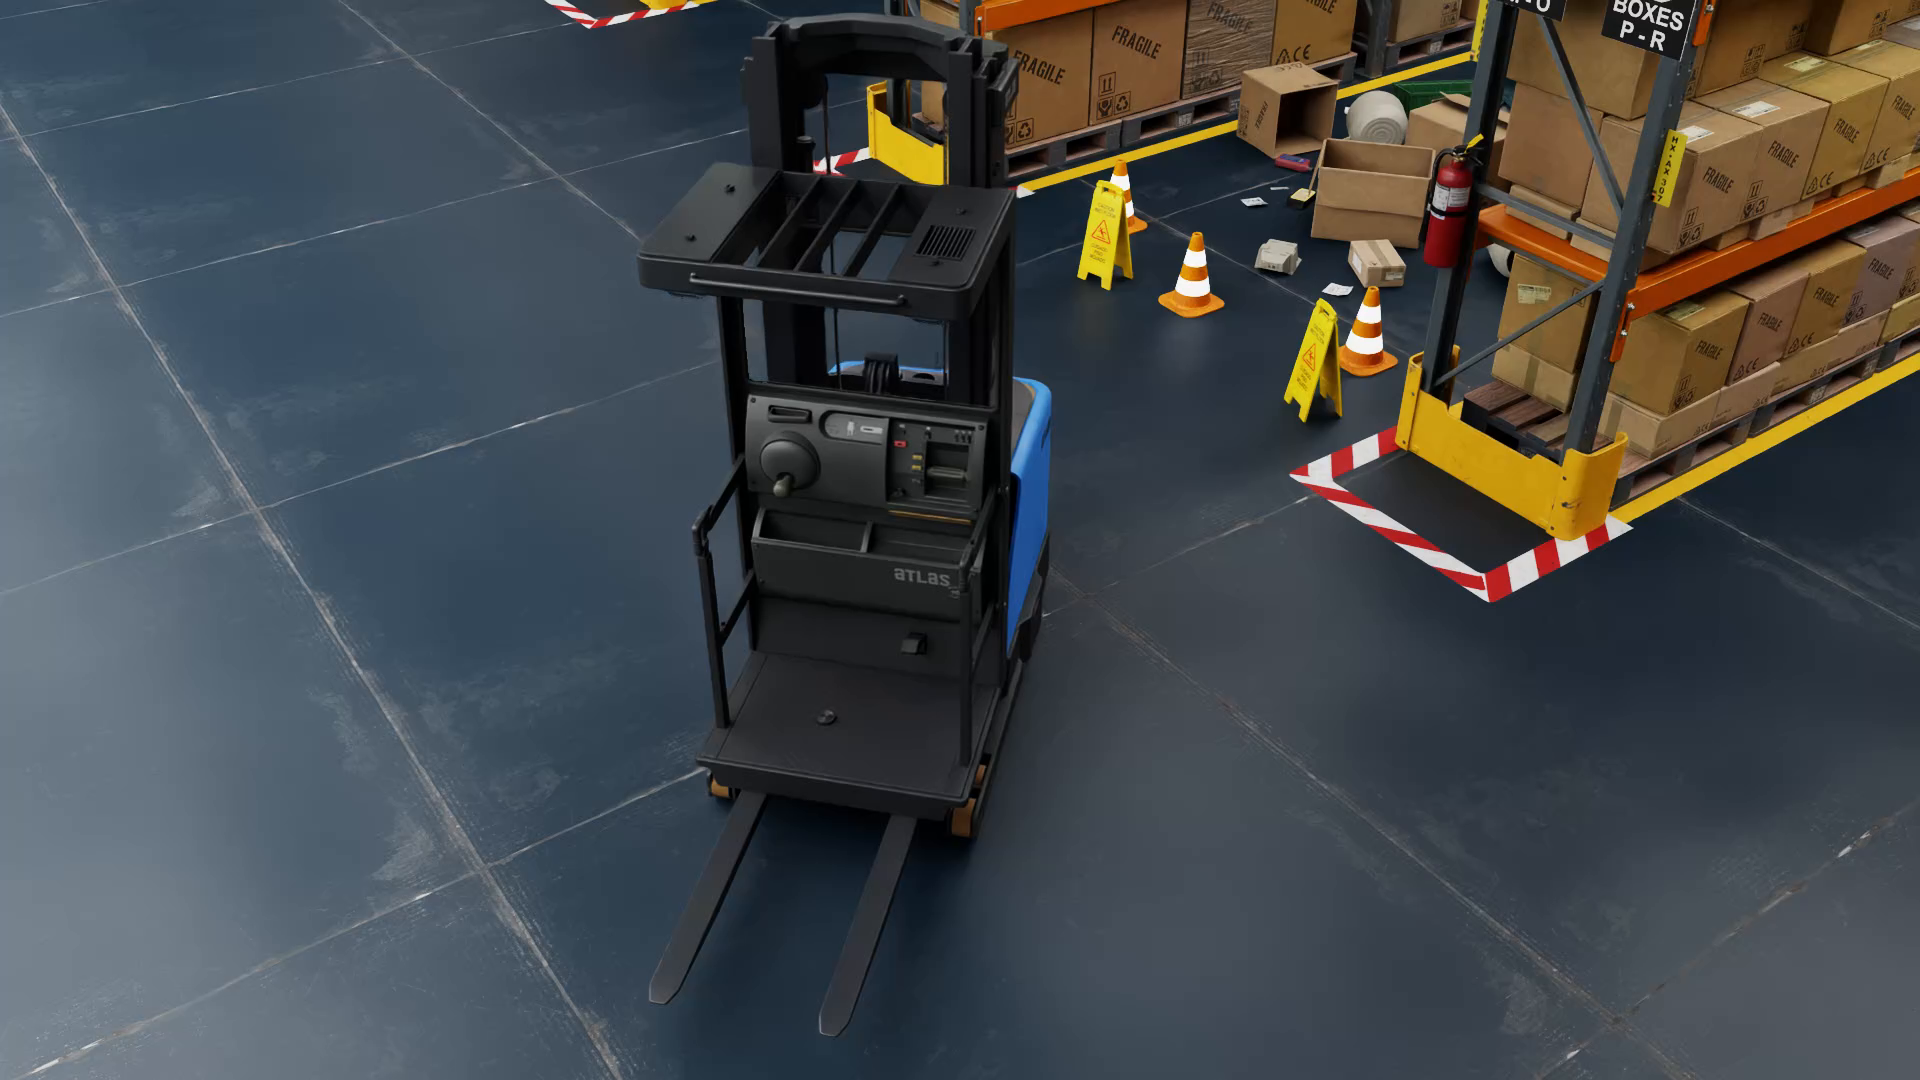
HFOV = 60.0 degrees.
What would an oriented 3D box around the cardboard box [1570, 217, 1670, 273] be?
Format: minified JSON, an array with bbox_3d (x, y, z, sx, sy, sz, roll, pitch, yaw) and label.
[{"bbox_3d":[3.137,-1.422,7.874,0.250,0.149,0.380,-22,41,-28],"label":"cardboard box"}]

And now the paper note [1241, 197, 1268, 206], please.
[{"bbox_3d":[2.032,-2.335,11.471,0.142,0.017,0.144,-9,37,-12],"label":"paper note"}]

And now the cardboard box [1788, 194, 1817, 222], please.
[{"bbox_3d":[4.025,-1.731,8.303,0.250,0.149,0.380,-21,41,-27],"label":"cardboard box"}]

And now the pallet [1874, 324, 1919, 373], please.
[{"bbox_3d":[5.481,-1.480,10.126,1.213,0.211,1.003,-22,41,-28],"label":"pallet"}]

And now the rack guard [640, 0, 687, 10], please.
[{"bbox_3d":[-2.907,-5.249,15.121,0.348,0.500,1.175,-22,41,-28],"label":"rack guard"}]

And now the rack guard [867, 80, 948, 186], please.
[{"bbox_3d":[-0.214,-2.815,11.735,0.348,0.500,1.175,-22,41,-28],"label":"rack guard"}]

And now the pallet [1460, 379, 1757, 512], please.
[{"bbox_3d":[3.487,-0.659,8.985,1.213,0.211,1.003,-22,41,-28],"label":"pallet"}]

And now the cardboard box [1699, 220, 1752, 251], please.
[{"bbox_3d":[3.599,-1.565,8.072,0.250,0.149,0.380,-24,42,-29],"label":"cardboard box"}]

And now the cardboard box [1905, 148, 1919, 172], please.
[{"bbox_3d":[4.868,-2.084,8.793,0.250,0.149,0.380,-23,42,-29],"label":"cardboard box"}]

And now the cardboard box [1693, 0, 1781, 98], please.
[{"bbox_3d":[3.450,-2.519,7.987,0.500,0.500,0.700,-22,41,-27],"label":"cardboard box"}]

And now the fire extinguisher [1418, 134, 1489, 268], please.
[{"bbox_3d":[2.381,-1.659,8.054,0.183,0.674,0.296,-22,41,-28],"label":"fire extinguisher"}]

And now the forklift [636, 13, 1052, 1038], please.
[{"bbox_3d":[-0.402,-0.252,6.090,1.130,2.935,3.031,8,36,10],"label":"forklift"}]

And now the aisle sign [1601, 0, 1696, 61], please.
[{"bbox_3d":[2.868,-2.396,6.785,0.004,0.787,0.394,-22,41,-28],"label":"aisle sign"}]

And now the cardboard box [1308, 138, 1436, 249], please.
[{"bbox_3d":[2.717,-2.295,11.009,0.797,0.503,0.637,9,37,12],"label":"cardboard box"}]

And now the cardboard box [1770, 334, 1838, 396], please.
[{"bbox_3d":[4.419,-1.060,9.150,0.500,0.250,0.500,-20,40,-25],"label":"cardboard box"}]

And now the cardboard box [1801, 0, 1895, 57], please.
[{"bbox_3d":[4.295,-2.841,8.435,0.500,0.500,0.700,-23,41,-28],"label":"cardboard box"}]

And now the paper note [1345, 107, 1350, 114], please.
[{"bbox_3d":[3.047,-3.319,12.839,0.147,0.020,0.142,9,37,12],"label":"paper note"}]

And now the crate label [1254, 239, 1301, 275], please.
[{"bbox_3d":[2.038,-1.817,10.658,0.250,0.136,0.298,15,38,20],"label":"crate label"}]

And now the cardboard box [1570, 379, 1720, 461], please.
[{"bbox_3d":[3.559,-0.703,8.653,0.500,0.250,0.500,-23,42,-28],"label":"cardboard box"}]

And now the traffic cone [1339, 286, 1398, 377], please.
[{"bbox_3d":[2.348,-1.239,9.577,0.334,0.463,0.336,-22,41,-28],"label":"traffic cone"}]

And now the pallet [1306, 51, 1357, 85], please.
[{"bbox_3d":[2.409,-3.832,13.398,1.213,0.211,1.003,-22,41,-28],"label":"pallet"}]

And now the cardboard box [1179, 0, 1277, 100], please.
[{"bbox_3d":[1.786,-4.008,12.713,0.875,0.875,0.875,-22,41,-28],"label":"cardboard box"}]

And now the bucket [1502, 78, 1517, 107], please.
[{"bbox_3d":[4.292,-3.325,11.806,0.620,0.611,0.726,-1,34,-18],"label":"bucket"}]

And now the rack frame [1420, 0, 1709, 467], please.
[{"bbox_3d":[2.740,-1.509,7.779,0.127,3.000,1.000,-22,41,-28],"label":"rack frame"}]

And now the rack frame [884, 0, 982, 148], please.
[{"bbox_3d":[-0.194,-3.837,11.017,0.127,3.000,1.000,-22,41,-28],"label":"rack frame"}]

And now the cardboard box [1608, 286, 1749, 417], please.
[{"bbox_3d":[3.578,-1.015,8.446,0.500,0.500,0.500,-24,42,-29],"label":"cardboard box"}]

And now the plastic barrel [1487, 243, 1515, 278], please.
[{"bbox_3d":[3.556,-1.880,10.502,0.421,0.421,0.512,3,36,4],"label":"plastic barrel"}]

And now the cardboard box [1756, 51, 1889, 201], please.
[{"bbox_3d":[4.124,-2.045,8.184,0.500,0.500,0.500,-23,42,-29],"label":"cardboard box"}]

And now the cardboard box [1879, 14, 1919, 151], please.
[{"bbox_3d":[4.951,-2.395,8.670,0.500,0.500,0.500,-21,41,-27],"label":"cardboard box"}]

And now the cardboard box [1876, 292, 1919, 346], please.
[{"bbox_3d":[5.252,-1.398,9.619,0.500,0.250,0.500,-24,42,-29],"label":"cardboard box"}]

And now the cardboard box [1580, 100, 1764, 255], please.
[{"bbox_3d":[3.287,-1.697,7.701,0.500,0.500,0.500,-23,42,-29],"label":"cardboard box"}]

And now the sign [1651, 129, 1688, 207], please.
[{"bbox_3d":[3.053,-1.602,7.166,0.005,0.325,0.100,-22,41,-28],"label":"sign"}]

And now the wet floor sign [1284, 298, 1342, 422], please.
[{"bbox_3d":[1.968,-1.000,9.088,0.232,0.644,0.267,-9,37,-12],"label":"wet floor sign"}]

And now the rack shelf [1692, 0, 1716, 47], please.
[{"bbox_3d":[4.375,-3.107,8.049,4.000,0.370,1.077,-22,41,-28],"label":"rack shelf"}]

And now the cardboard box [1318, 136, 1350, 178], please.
[{"bbox_3d":[2.731,-2.616,11.660,0.258,0.266,0.396,-15,38,-20],"label":"cardboard box"}]

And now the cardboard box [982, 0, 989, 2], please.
[{"bbox_3d":[0.083,-4.045,11.176,0.550,0.550,0.875,-22,41,-28],"label":"cardboard box"}]

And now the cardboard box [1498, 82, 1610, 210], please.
[{"bbox_3d":[3.025,-1.984,8.100,0.500,0.500,0.500,-23,42,-29],"label":"cardboard box"}]

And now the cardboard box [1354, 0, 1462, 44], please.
[{"bbox_3d":[3.531,-4.692,13.772,0.750,0.750,1.050,-23,41,-28],"label":"cardboard box"}]

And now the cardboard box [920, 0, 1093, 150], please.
[{"bbox_3d":[0.322,-3.405,11.875,0.875,0.875,0.875,-22,41,-28],"label":"cardboard box"}]

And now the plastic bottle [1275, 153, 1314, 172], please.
[{"bbox_3d":[2.424,-2.705,11.959,0.283,0.061,0.133,22,41,28],"label":"plastic bottle"}]

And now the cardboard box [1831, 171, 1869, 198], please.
[{"bbox_3d":[4.439,-1.923,8.570,0.250,0.149,0.380,-24,42,-29],"label":"cardboard box"}]

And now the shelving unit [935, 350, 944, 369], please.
[{"bbox_3d":[0.044,-0.444,7.968,0.252,1.050,0.215,-22,41,-28],"label":"shelving unit"}]

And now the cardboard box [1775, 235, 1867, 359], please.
[{"bbox_3d":[4.417,-1.358,8.922,0.500,0.500,0.500,-22,41,-27],"label":"cardboard box"}]

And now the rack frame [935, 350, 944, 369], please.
[{"bbox_3d":[-0.056,-0.403,7.911,0.008,1.050,0.200,-22,41,-28],"label":"rack frame"}]

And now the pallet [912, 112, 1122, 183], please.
[{"bbox_3d":[0.414,-3.012,12.257,1.213,0.211,1.003,-22,41,-28],"label":"pallet"}]

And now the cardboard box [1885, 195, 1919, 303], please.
[{"bbox_3d":[5.266,-1.714,9.417,0.500,0.500,0.500,-22,41,-27],"label":"cardboard box"}]
